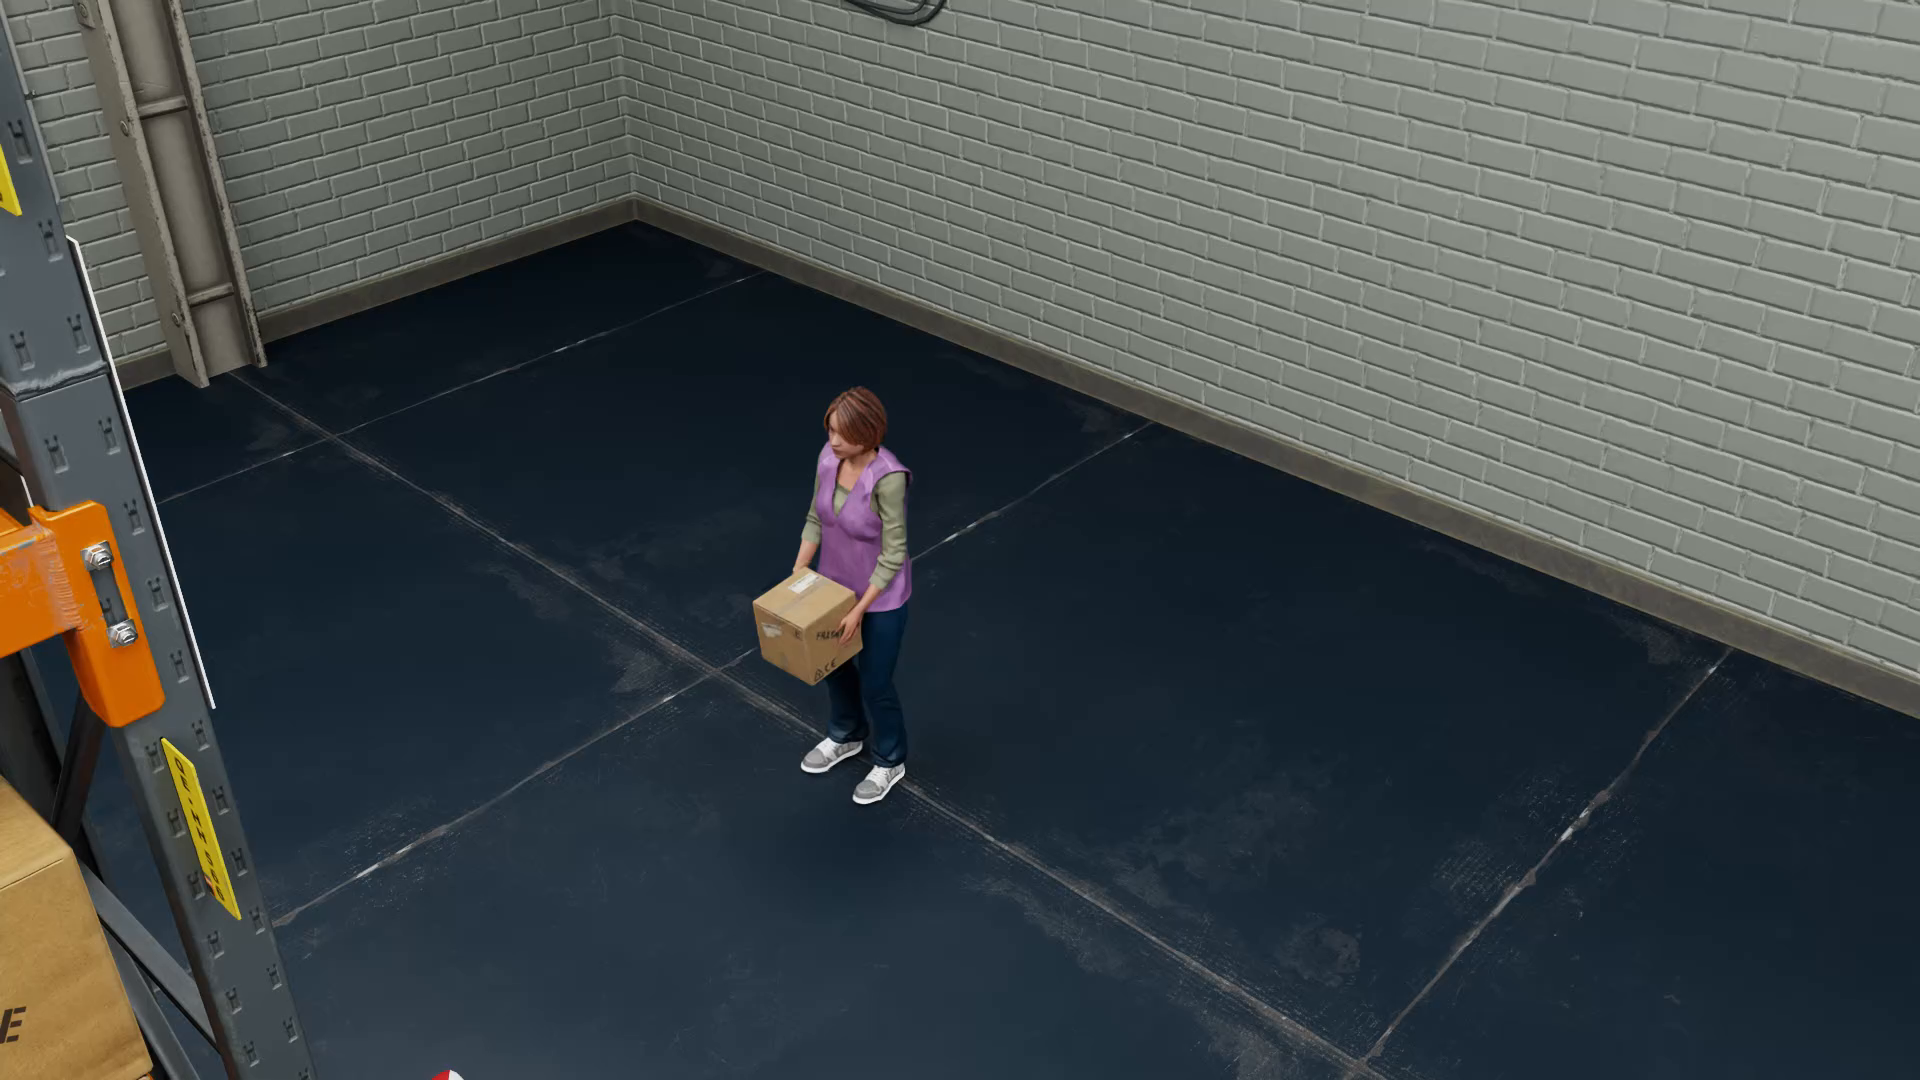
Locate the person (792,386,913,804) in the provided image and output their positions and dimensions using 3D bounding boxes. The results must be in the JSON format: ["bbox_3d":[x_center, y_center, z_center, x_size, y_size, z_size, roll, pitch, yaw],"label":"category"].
[{"bbox_3d":[-0.376,0.206,5.802,0.444,1.603,0.411,25,40,34],"label":"person"}]
